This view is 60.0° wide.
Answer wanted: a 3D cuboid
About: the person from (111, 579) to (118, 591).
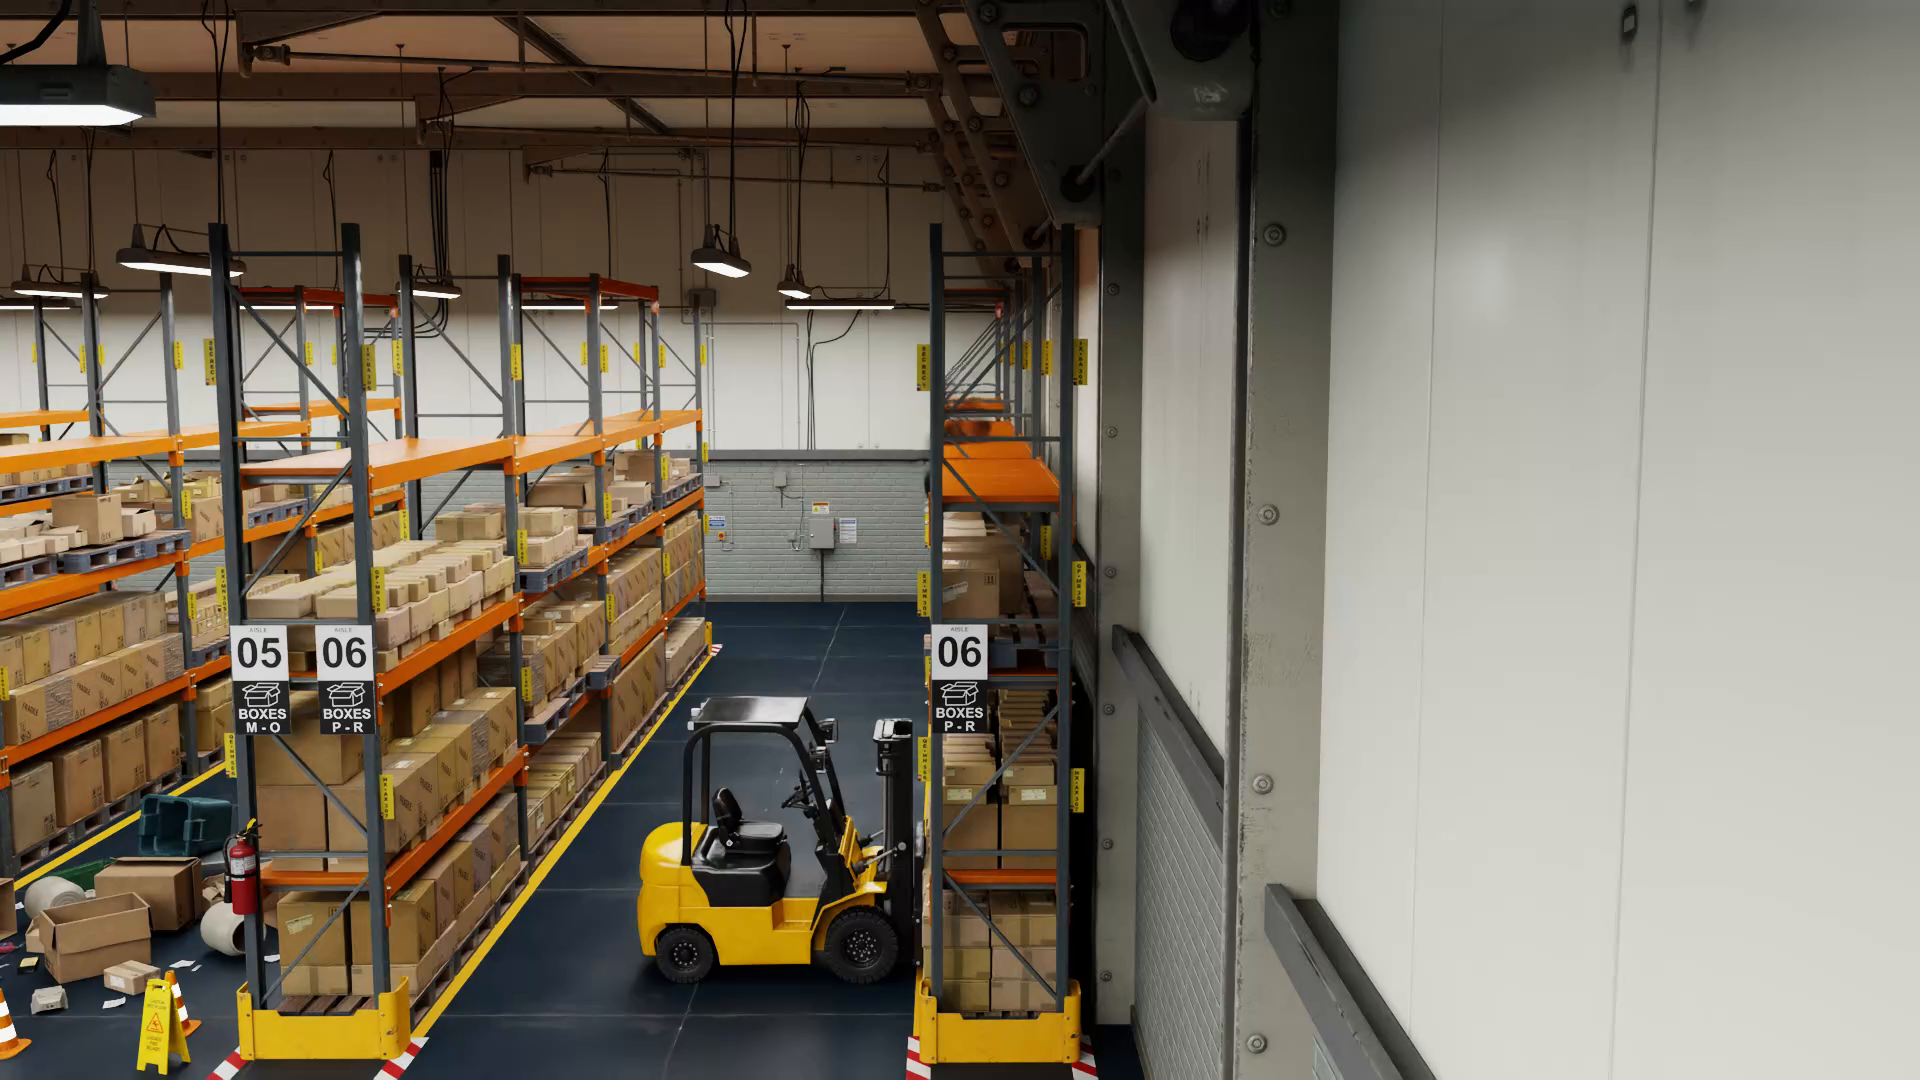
[{"bbox_3d":[-12.848,1.392,25.220,0.658,1.676,0.620,-1,7,-6],"label":"person"}]
